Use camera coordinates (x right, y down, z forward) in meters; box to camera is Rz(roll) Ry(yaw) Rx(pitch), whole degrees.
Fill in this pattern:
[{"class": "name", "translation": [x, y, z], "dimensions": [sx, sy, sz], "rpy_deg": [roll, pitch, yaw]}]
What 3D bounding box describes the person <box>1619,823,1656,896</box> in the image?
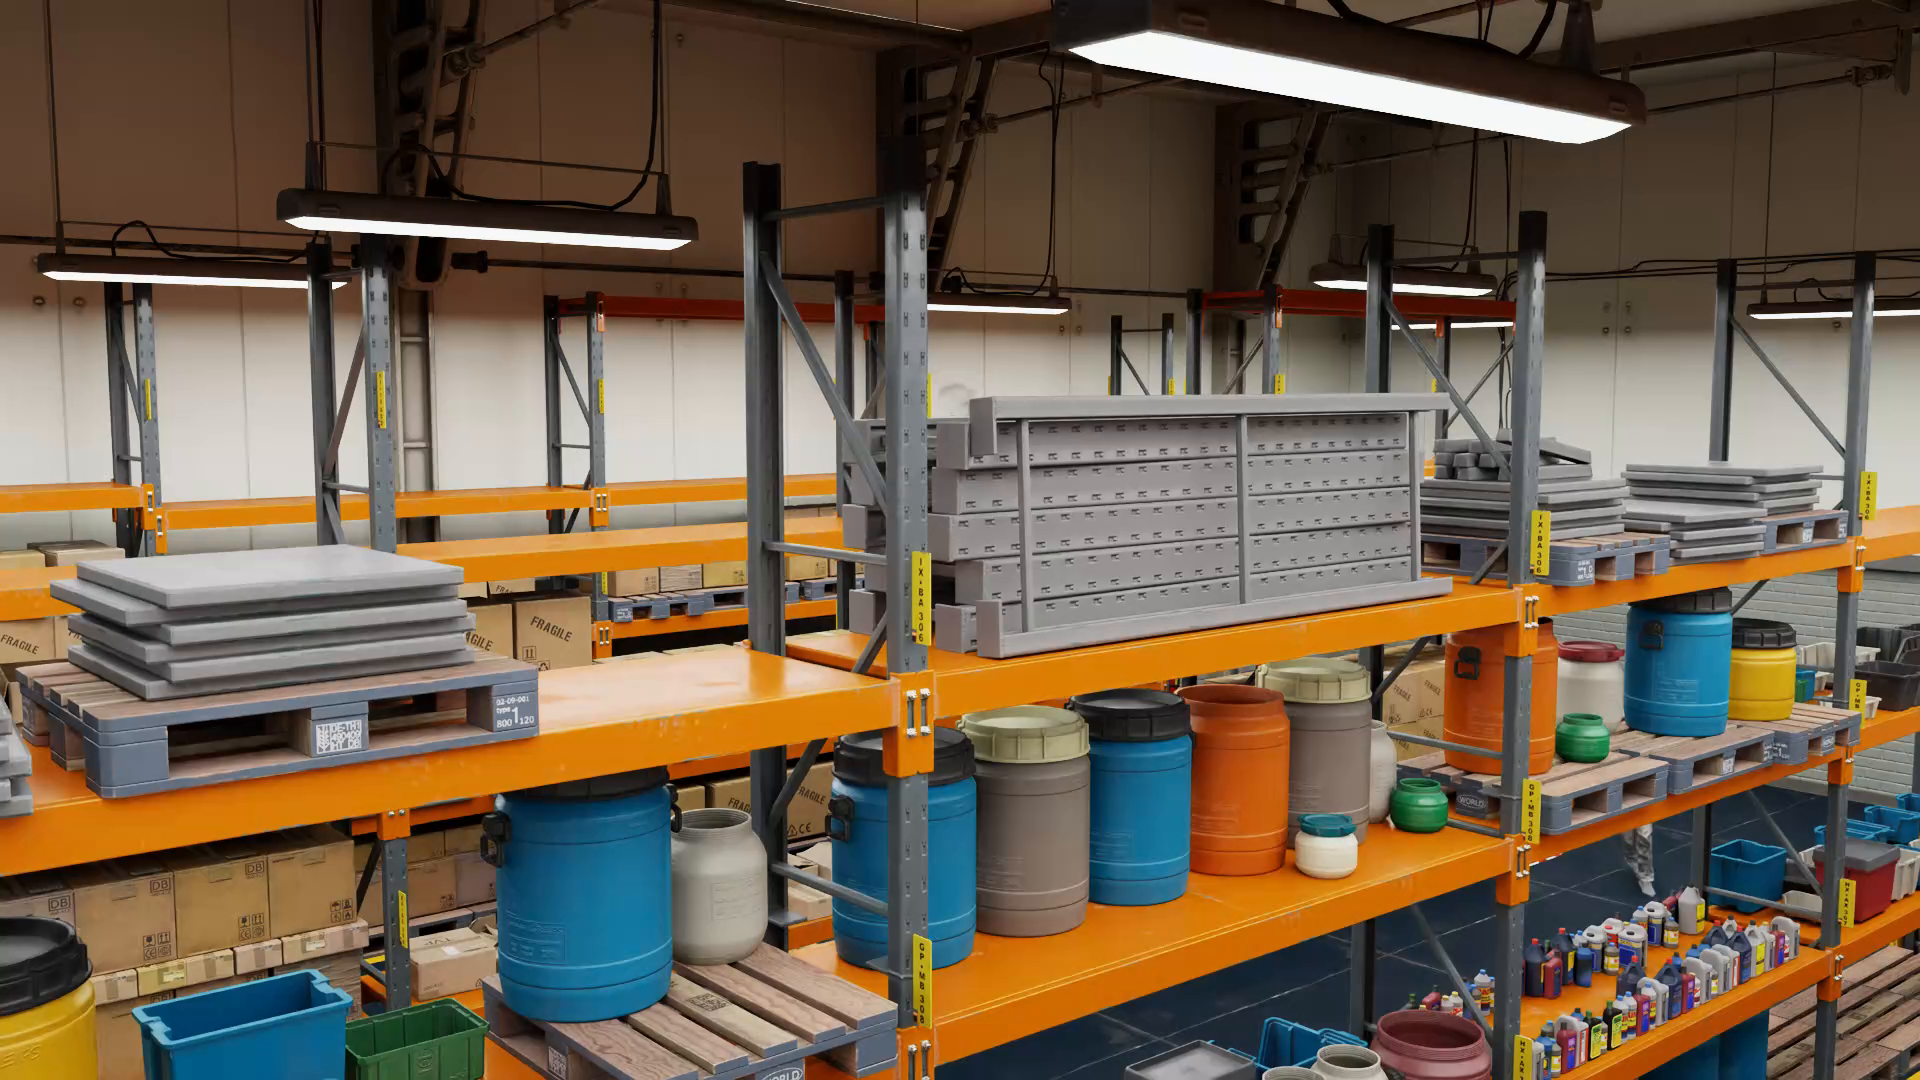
[{"class": "person", "translation": [6.735, 2.689, 16.985], "dimensions": [0.709, 1.804, 0.711], "rpy_deg": [1, 6, 8]}]
